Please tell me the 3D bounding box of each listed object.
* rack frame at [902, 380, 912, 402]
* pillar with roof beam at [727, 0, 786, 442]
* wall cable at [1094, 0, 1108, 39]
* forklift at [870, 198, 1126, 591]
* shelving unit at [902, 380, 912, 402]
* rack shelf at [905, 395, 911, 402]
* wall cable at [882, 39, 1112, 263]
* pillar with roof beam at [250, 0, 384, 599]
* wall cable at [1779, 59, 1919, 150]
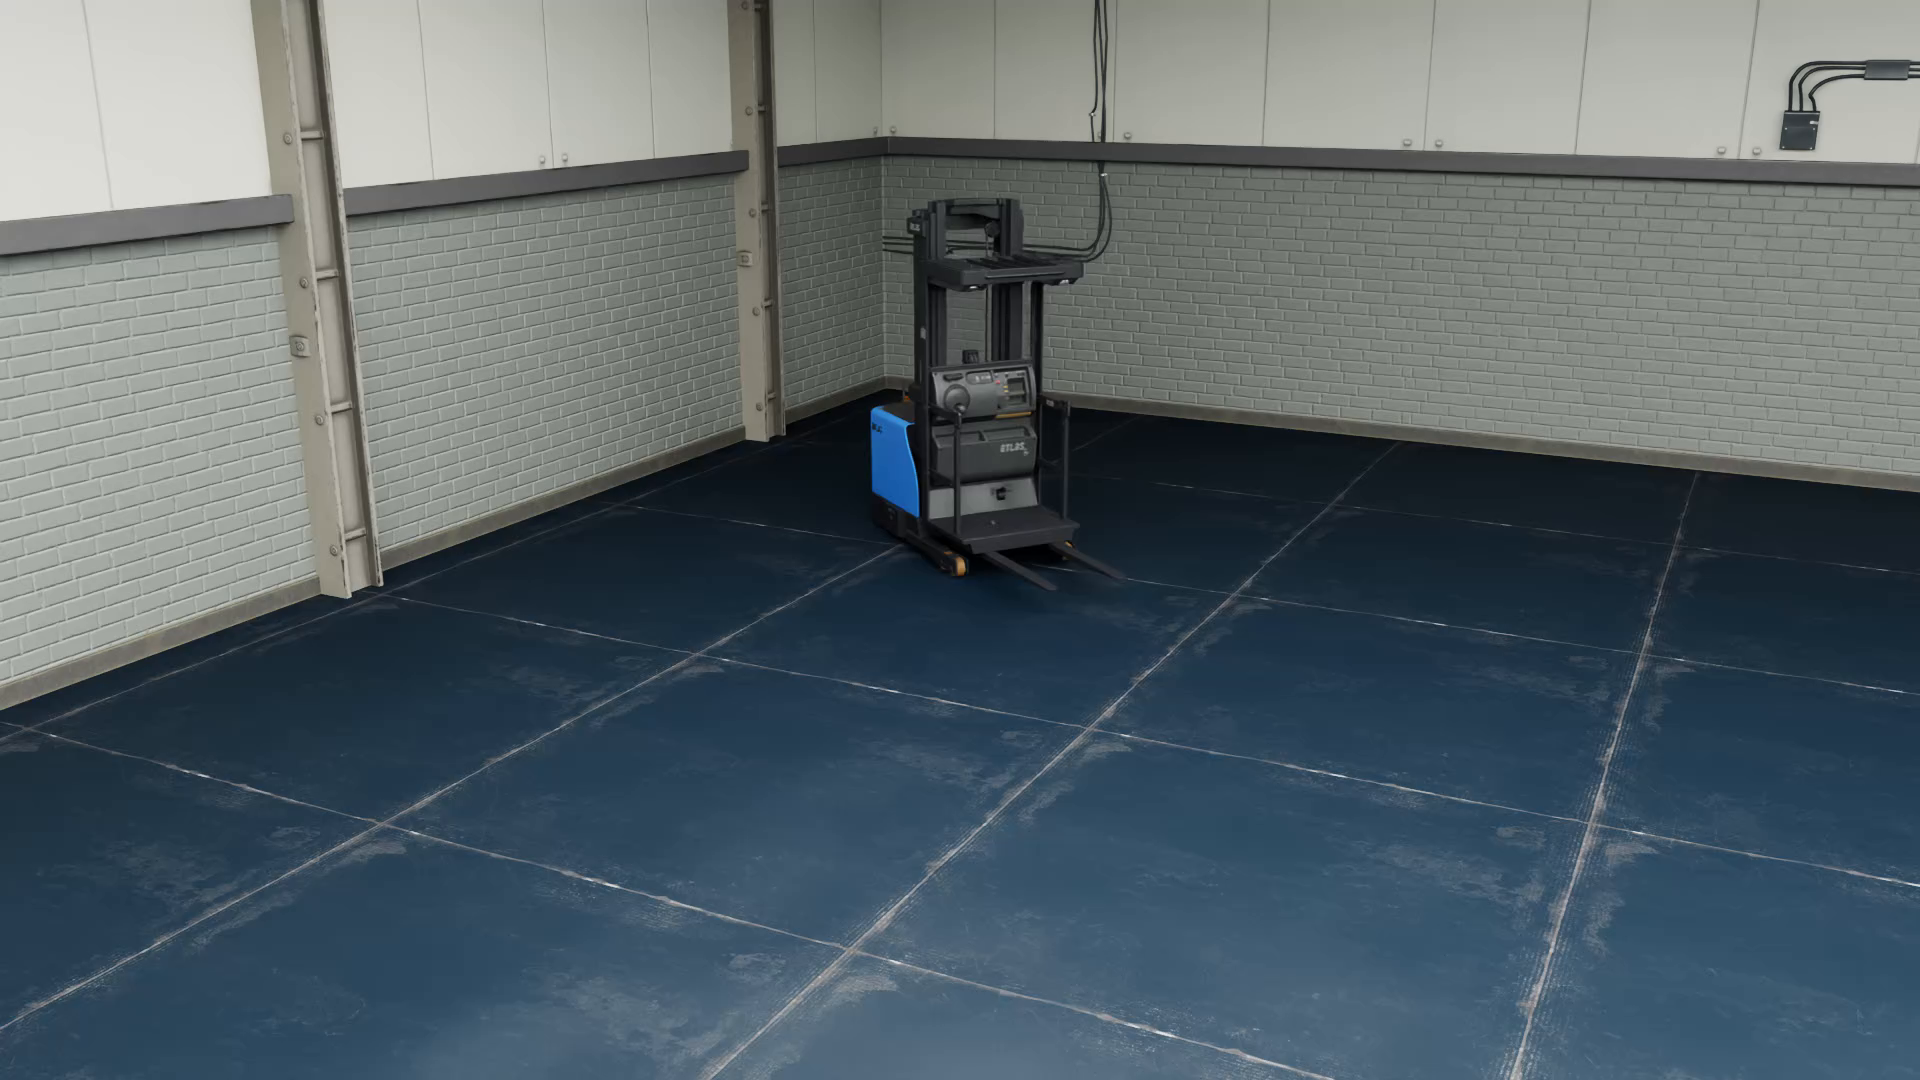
[{"bbox_3d":[-0.470,-0.855,15.281,0.015,1.200,0.240,-7,16,-21],"label":"rack frame"},{"bbox_3d":[1.695,-4.906,15.237,9.100,9.000,0.400,8,18,25],"label":"pillar with roof beam"},{"bbox_3d":[2.763,-6.624,17.606,3.097,2.526,0.112,8,18,25],"label":"wall cable"},{"bbox_3d":[0.301,-1.245,13.568,1.130,2.935,3.031,-8,18,-25],"label":"forklift"},{"bbox_3d":[-0.244,-0.882,15.370,0.503,1.200,0.258,-7,16,-21],"label":"shelving unit"},{"bbox_3d":[-0.249,-1.262,15.270,0.480,0.148,0.258,-7,16,-21],"label":"rack shelf"},{"bbox_3d":[0.343,-4.547,19.484,3.097,2.526,0.112,8,18,25],"label":"wall cable"},{"bbox_3d":[-0.986,-3.378,10.092,9.100,9.000,0.400,8,18,25],"label":"pillar with roof beam"},{"bbox_3d":[8.829,-6.454,14.477,2.305,6.003,0.169,8,18,25],"label":"wall cable"}]
